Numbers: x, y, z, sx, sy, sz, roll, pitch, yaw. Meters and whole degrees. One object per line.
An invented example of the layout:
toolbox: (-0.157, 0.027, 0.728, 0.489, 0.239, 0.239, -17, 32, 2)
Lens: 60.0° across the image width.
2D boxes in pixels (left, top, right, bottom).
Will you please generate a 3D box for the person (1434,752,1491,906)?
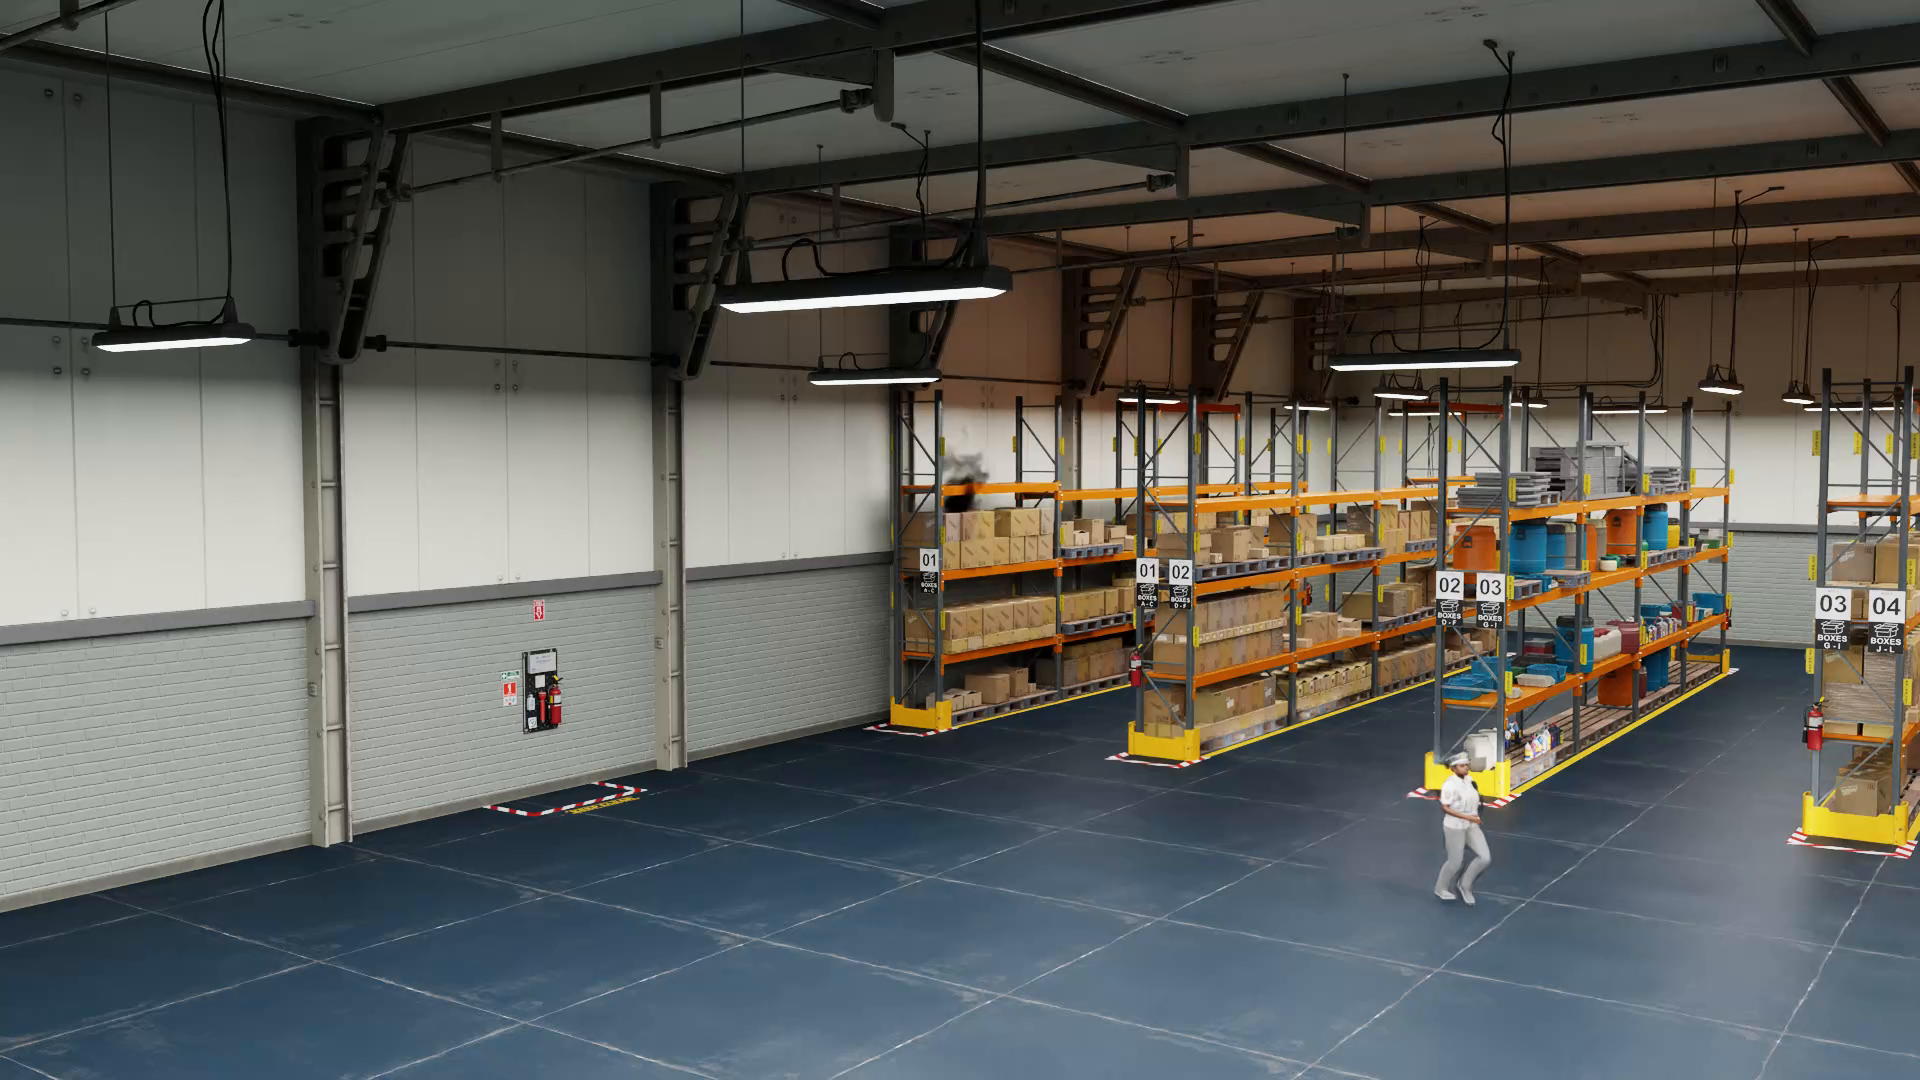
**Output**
person: (5.494, 3.149, 18.174, 0.581, 1.691, 0.656, -2, 4, -29)
